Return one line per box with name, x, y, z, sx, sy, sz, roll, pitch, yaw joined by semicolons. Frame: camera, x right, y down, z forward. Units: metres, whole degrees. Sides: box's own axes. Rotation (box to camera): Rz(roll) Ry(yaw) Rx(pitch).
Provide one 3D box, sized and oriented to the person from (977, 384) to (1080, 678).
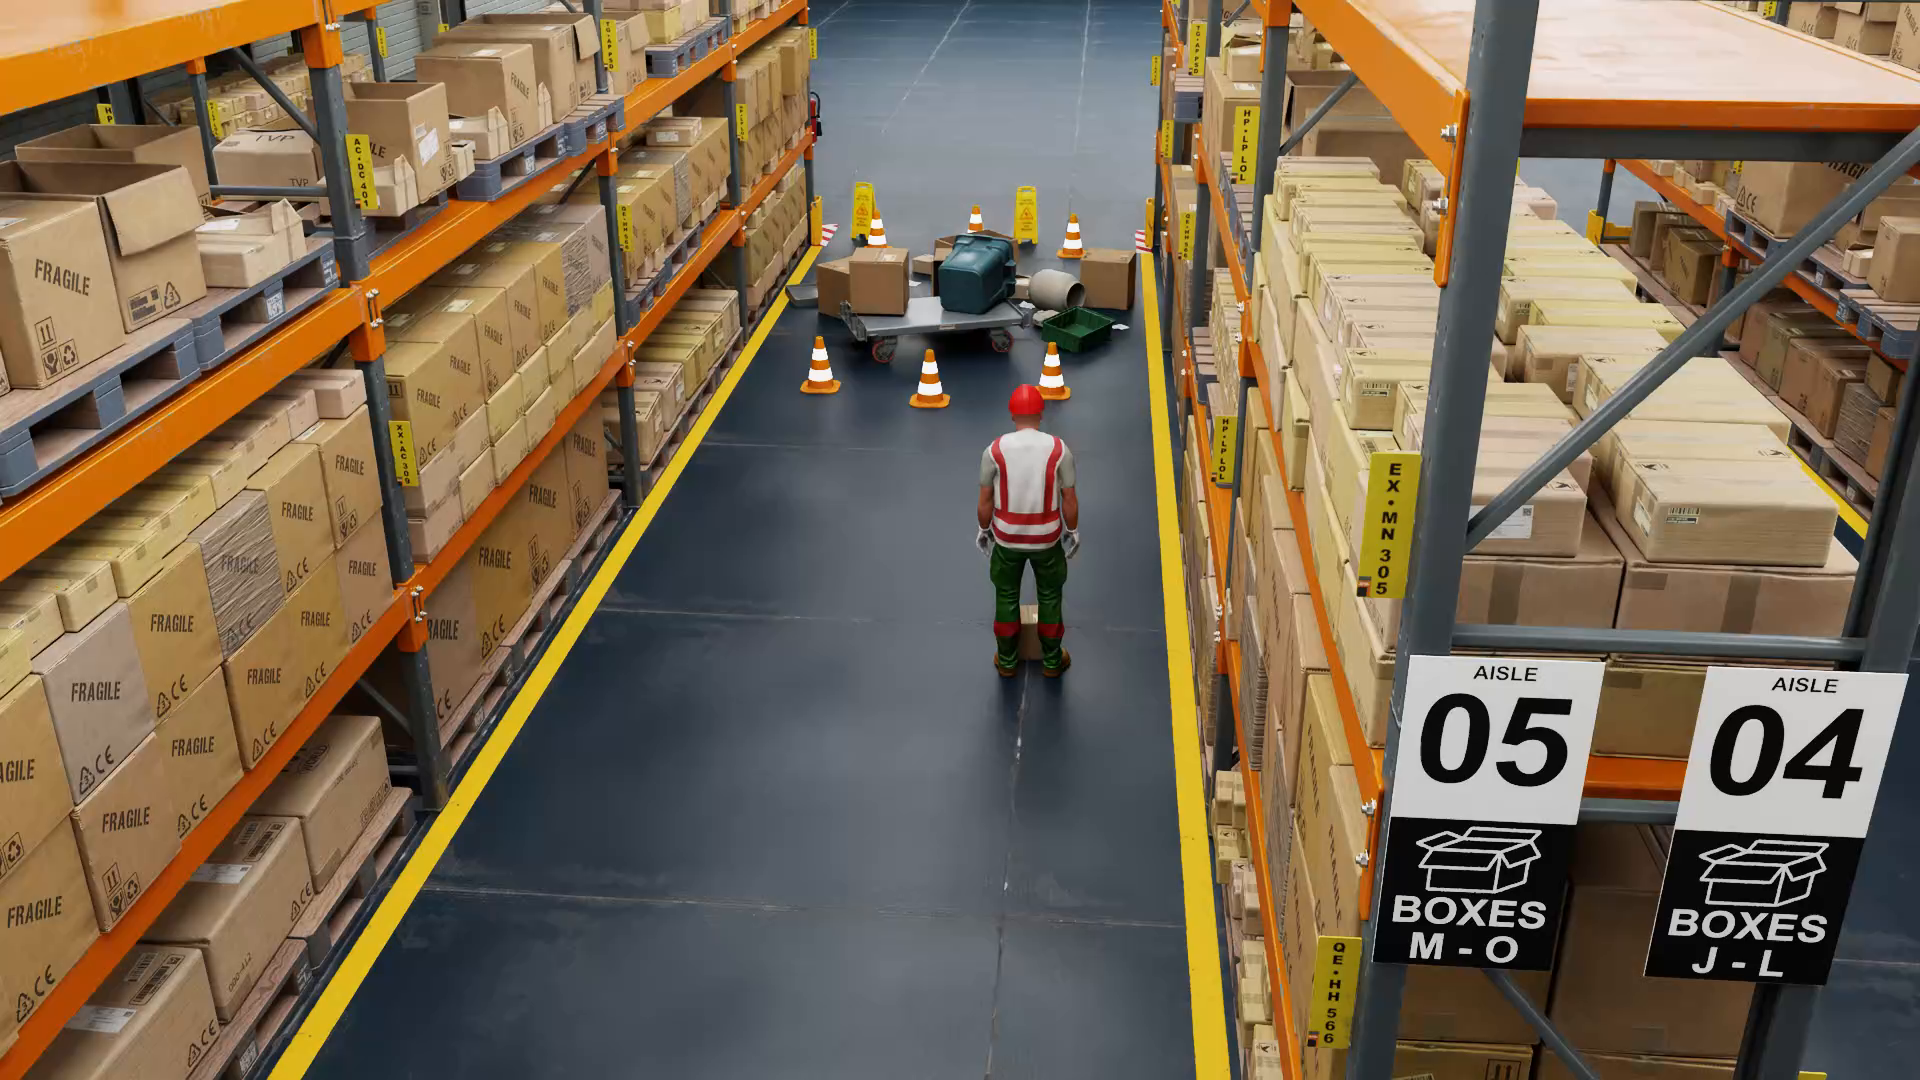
person;0.397;-0.034;9.661;0.604;1.778;0.451;2;24;3
